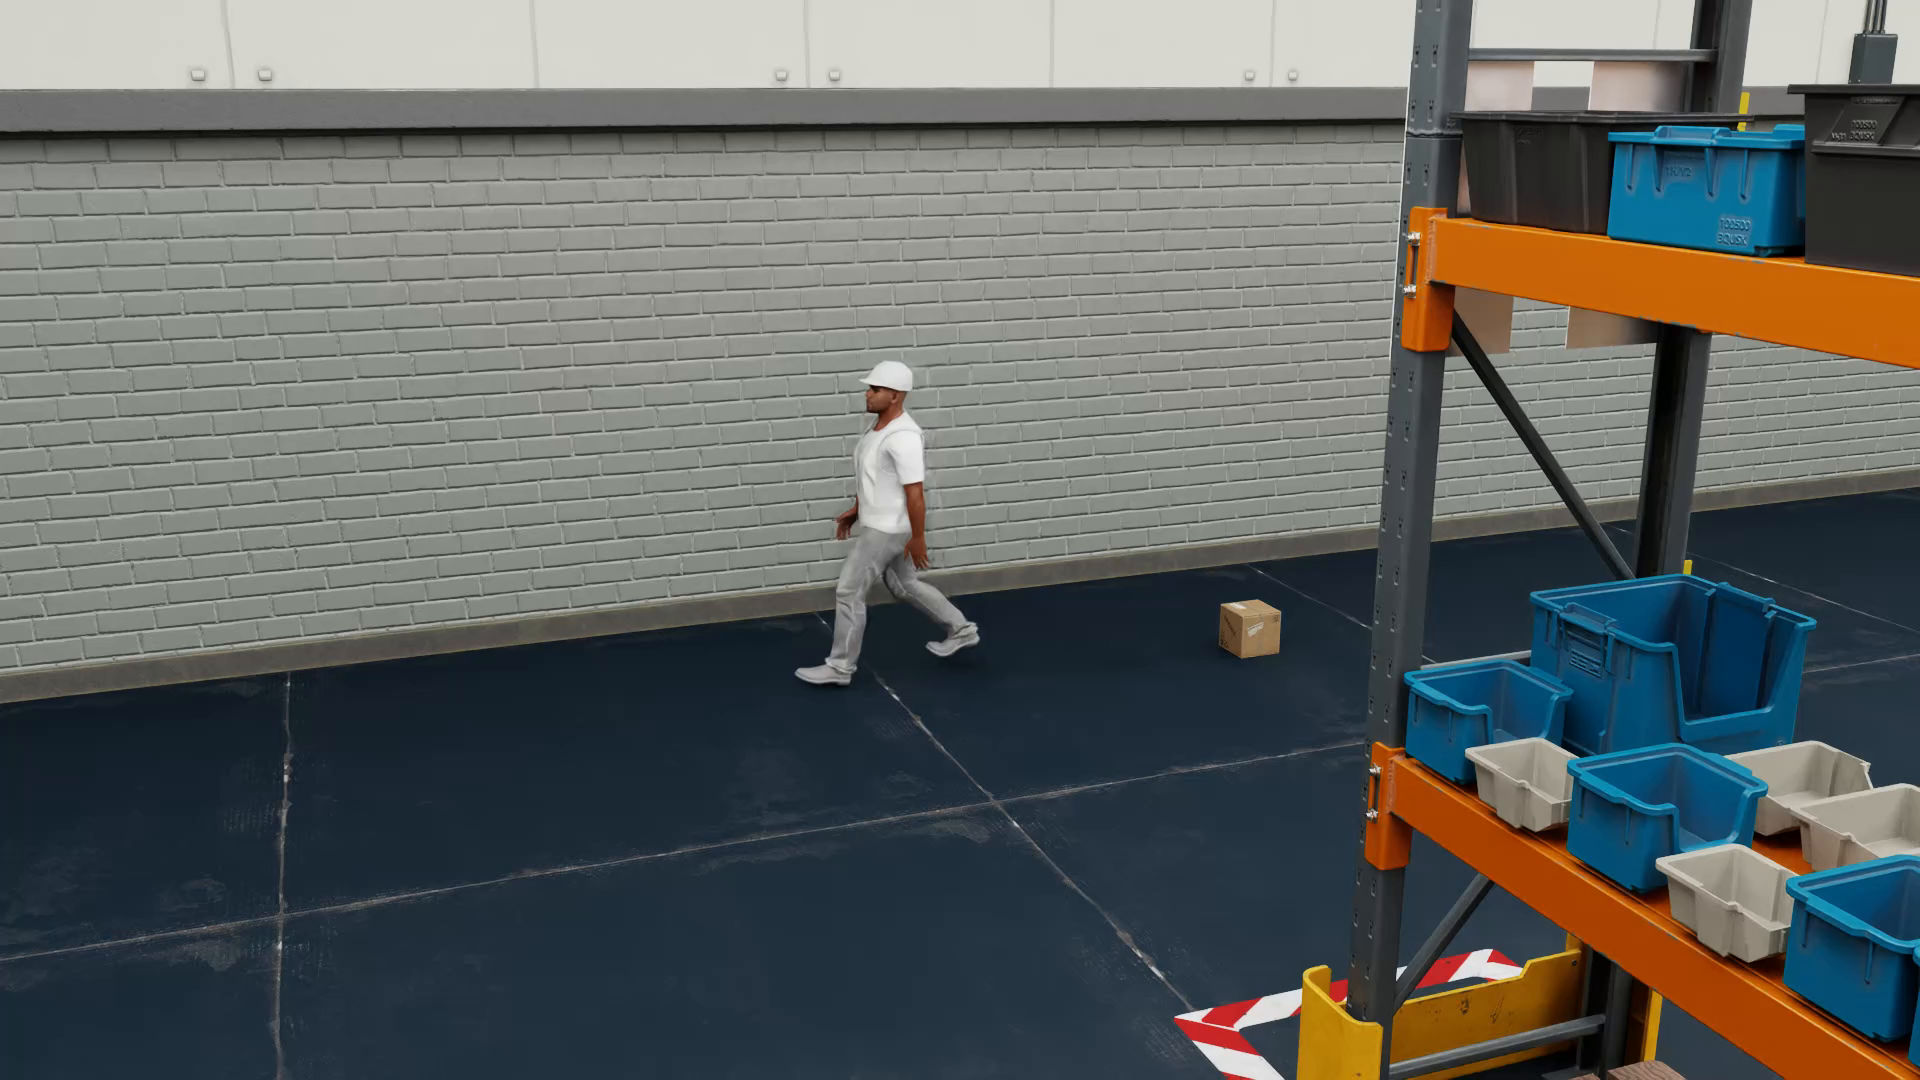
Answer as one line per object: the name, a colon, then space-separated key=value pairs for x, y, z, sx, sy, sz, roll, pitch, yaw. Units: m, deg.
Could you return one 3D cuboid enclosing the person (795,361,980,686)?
person: x=-0.387 y=-0.096 z=8.827 sx=1.037 sy=1.725 sz=0.564 roll=-3 pitch=16 yaw=-10
